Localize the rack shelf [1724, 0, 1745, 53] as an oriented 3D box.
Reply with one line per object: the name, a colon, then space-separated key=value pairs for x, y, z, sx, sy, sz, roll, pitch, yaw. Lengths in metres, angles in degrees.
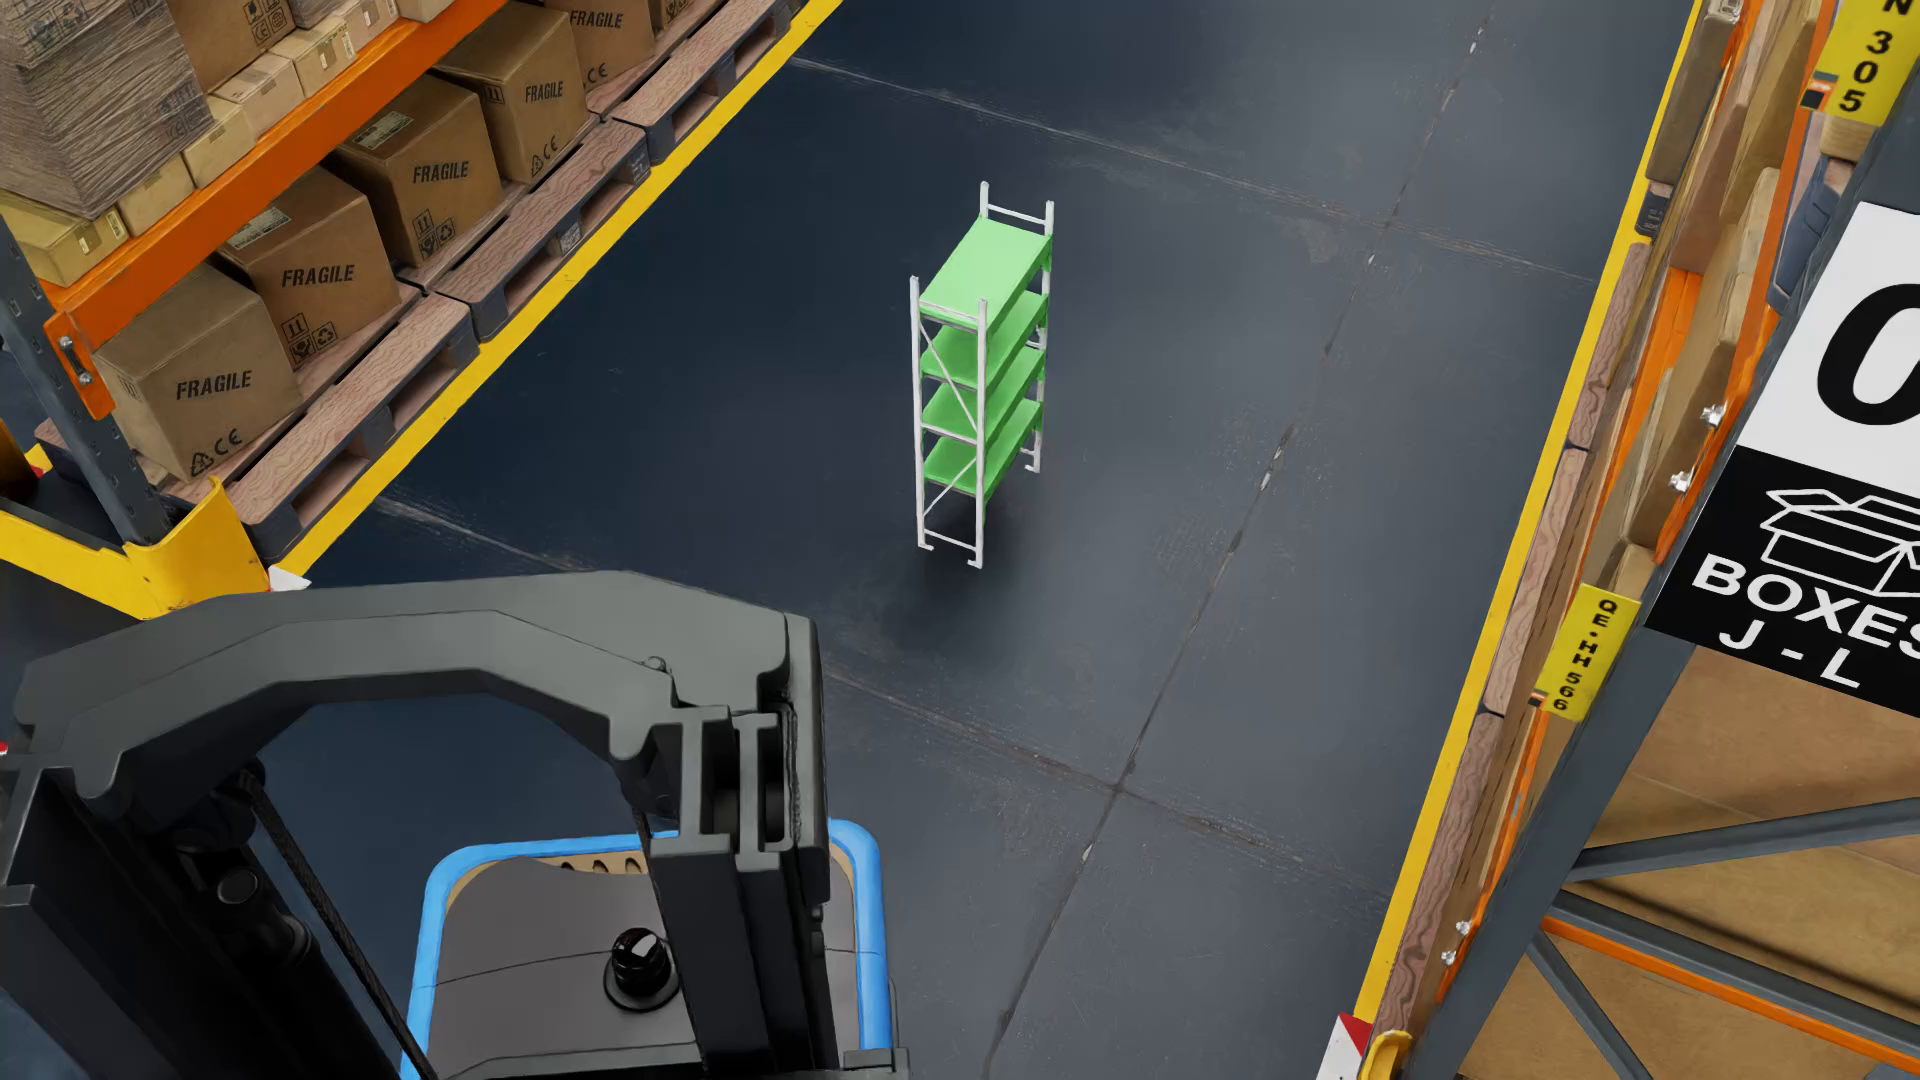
rack shelf: x=4.062 y=-3.071 z=6.866 sx=1.077 sy=0.370 sz=4.000 roll=20 pitch=52 yaw=16

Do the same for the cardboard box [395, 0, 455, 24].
cardboard box: x=-1.877 y=-1.894 z=5.557 sx=0.380 sy=0.149 sz=0.250 roll=20 pitch=52 yaw=16

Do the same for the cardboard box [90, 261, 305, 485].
cardboard box: x=-2.661 y=-0.606 z=5.662 sx=0.500 sy=0.500 sz=0.500 roll=29 pitch=55 yaw=22

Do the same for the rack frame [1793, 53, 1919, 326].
rack frame: x=1.499 y=-1.116 z=0.791 sx=1.000 sy=3.000 sz=0.127 roll=20 pitch=52 yaw=16

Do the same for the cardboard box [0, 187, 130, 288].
cardboard box: x=-2.605 y=-0.893 z=4.705 sx=0.380 sy=0.149 sz=0.250 roll=20 pitch=52 yaw=16

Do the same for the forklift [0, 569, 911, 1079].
forklift: x=-0.573 y=1.533 z=2.521 sx=1.130 sy=2.935 sz=3.031 roll=-4 pitch=50 yaw=-3

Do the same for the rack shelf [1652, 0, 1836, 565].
rack shelf: x=2.353 y=-1.288 z=3.380 sx=1.077 sy=0.370 sz=4.000 roll=20 pitch=52 yaw=16

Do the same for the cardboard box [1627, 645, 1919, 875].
cardboard box: x=1.692 y=0.186 z=2.814 sx=0.875 sy=0.550 sz=0.550 roll=20 pitch=52 yaw=16

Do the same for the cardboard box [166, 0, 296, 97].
cardboard box: x=-2.578 y=-1.738 z=4.998 sx=0.875 sy=0.500 sz=0.500 roll=20 pitch=52 yaw=16

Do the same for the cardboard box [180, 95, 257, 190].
cardboard box: x=-2.361 y=-1.226 z=4.989 sx=0.380 sy=0.149 sz=0.250 roll=20 pitch=52 yaw=16

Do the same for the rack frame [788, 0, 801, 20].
rack frame: x=-1.234 y=-3.610 z=6.852 sx=1.000 sy=3.000 sz=0.127 roll=20 pitch=52 yaw=16

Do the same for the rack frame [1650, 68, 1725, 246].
rack frame: x=3.207 y=-1.927 z=5.420 sx=1.000 sy=3.000 sz=0.127 roll=20 pitch=52 yaw=16

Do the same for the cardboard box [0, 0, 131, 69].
cardboard box: x=-2.461 y=-1.598 z=4.223 sx=0.500 sy=0.500 sz=0.500 roll=20 pitch=52 yaw=16

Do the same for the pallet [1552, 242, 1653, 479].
pallet: x=2.812 y=-0.525 z=6.058 sx=1.003 sy=0.211 sz=1.213 roll=20 pitch=52 yaw=16

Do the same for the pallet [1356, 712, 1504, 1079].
pallet: x=1.769 y=1.155 z=4.628 sx=1.003 sy=0.211 sz=1.213 roll=20 pitch=52 yaw=16

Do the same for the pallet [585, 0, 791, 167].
pallet: x=-1.489 y=-2.232 z=7.511 sx=1.003 sy=0.211 sz=1.213 roll=20 pitch=52 yaw=16

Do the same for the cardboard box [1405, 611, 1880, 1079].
cardboard box: x=1.729 y=0.892 z=4.141 sx=0.875 sy=0.875 sz=0.875 roll=20 pitch=53 yaw=16

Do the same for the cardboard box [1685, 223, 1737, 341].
cardboard box: x=2.373 y=-0.600 z=4.193 sx=0.875 sy=0.550 sz=0.500 roll=20 pitch=52 yaw=16

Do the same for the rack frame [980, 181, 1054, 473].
rack frame: x=0.175 y=-0.671 z=5.533 sx=0.240 sy=1.200 sz=0.015 roll=20 pitch=52 yaw=16

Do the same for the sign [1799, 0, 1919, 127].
sign: x=1.014 y=-0.592 z=1.785 sx=0.100 sy=0.325 sz=0.005 roll=20 pitch=52 yaw=16

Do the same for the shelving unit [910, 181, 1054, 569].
shelving unit: x=0.071 y=-0.503 z=5.390 sx=0.258 sy=1.200 sz=0.503 roll=20 pitch=52 yaw=16

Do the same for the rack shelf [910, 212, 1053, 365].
rack shelf: x=0.071 y=-0.772 z=5.073 sx=0.258 sy=0.148 sz=0.480 roll=20 pitch=52 yaw=16

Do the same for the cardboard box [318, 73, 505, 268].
cardboard box: x=-2.152 y=-1.454 z=6.383 sx=0.500 sy=0.500 sz=0.500 roll=24 pitch=54 yaw=19

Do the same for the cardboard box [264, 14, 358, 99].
cardboard box: x=-2.160 y=-1.575 z=5.285 sx=0.380 sy=0.149 sz=0.250 roll=20 pitch=52 yaw=16

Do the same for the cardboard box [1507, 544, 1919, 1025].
cardboard box: x=1.616 y=0.509 z=3.249 sx=0.875 sy=0.550 sz=0.550 roll=20 pitch=52 yaw=16

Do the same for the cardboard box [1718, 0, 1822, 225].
cardboard box: x=2.315 y=-0.971 z=3.799 sx=0.875 sy=0.550 sz=0.500 roll=20 pitch=52 yaw=16

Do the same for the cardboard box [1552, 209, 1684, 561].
cardboard box: x=2.494 y=-0.342 z=5.191 sx=0.875 sy=0.875 sz=0.875 roll=20 pitch=53 yaw=16

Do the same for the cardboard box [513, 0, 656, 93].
cardboard box: x=-1.679 y=-2.277 z=7.083 sx=0.500 sy=0.500 sz=0.500 roll=36 pitch=58 yaw=27

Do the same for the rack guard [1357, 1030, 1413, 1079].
rack guard: x=1.488 y=1.654 z=4.014 sx=1.175 sy=0.500 sz=0.348 roll=20 pitch=52 yaw=16

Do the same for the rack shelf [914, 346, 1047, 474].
rack shelf: x=0.071 y=-0.461 z=5.439 sx=0.258 sy=0.148 sz=0.480 roll=20 pitch=52 yaw=16

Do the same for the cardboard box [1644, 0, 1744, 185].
cardboard box: x=3.391 y=-1.790 z=6.505 sx=1.050 sy=0.750 sz=0.750 roll=20 pitch=52 yaw=16

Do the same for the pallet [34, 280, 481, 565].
pallet: x=-2.531 y=-0.552 z=6.081 sx=1.003 sy=0.211 sz=1.213 roll=20 pitch=52 yaw=16
